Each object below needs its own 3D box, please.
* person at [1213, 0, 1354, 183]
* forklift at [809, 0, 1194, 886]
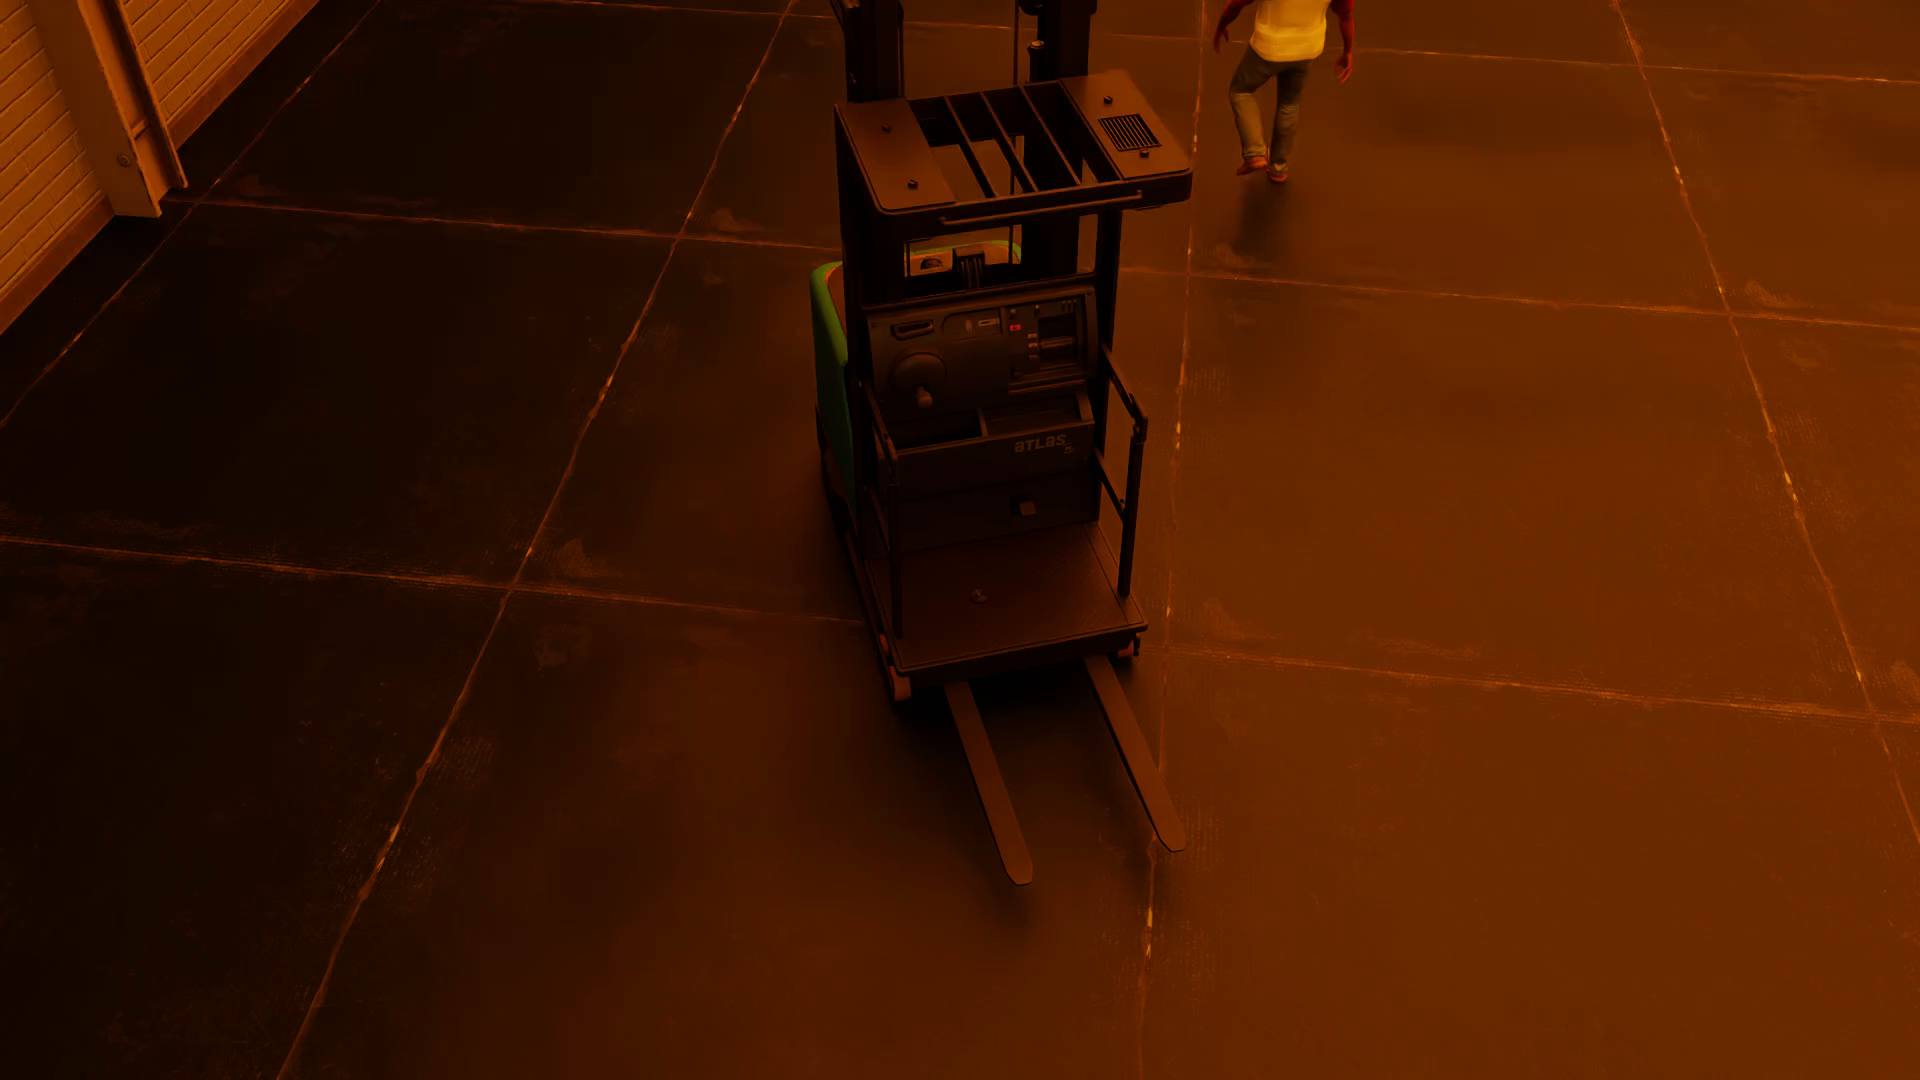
[{"bbox_3d":[1.897,-2.889,9.747,0.771,1.746,0.489,-4,43,-5],"label":"person"},{"bbox_3d":[0.153,-0.681,6.465,1.130,2.935,3.031,-10,44,-11],"label":"forklift"}]
